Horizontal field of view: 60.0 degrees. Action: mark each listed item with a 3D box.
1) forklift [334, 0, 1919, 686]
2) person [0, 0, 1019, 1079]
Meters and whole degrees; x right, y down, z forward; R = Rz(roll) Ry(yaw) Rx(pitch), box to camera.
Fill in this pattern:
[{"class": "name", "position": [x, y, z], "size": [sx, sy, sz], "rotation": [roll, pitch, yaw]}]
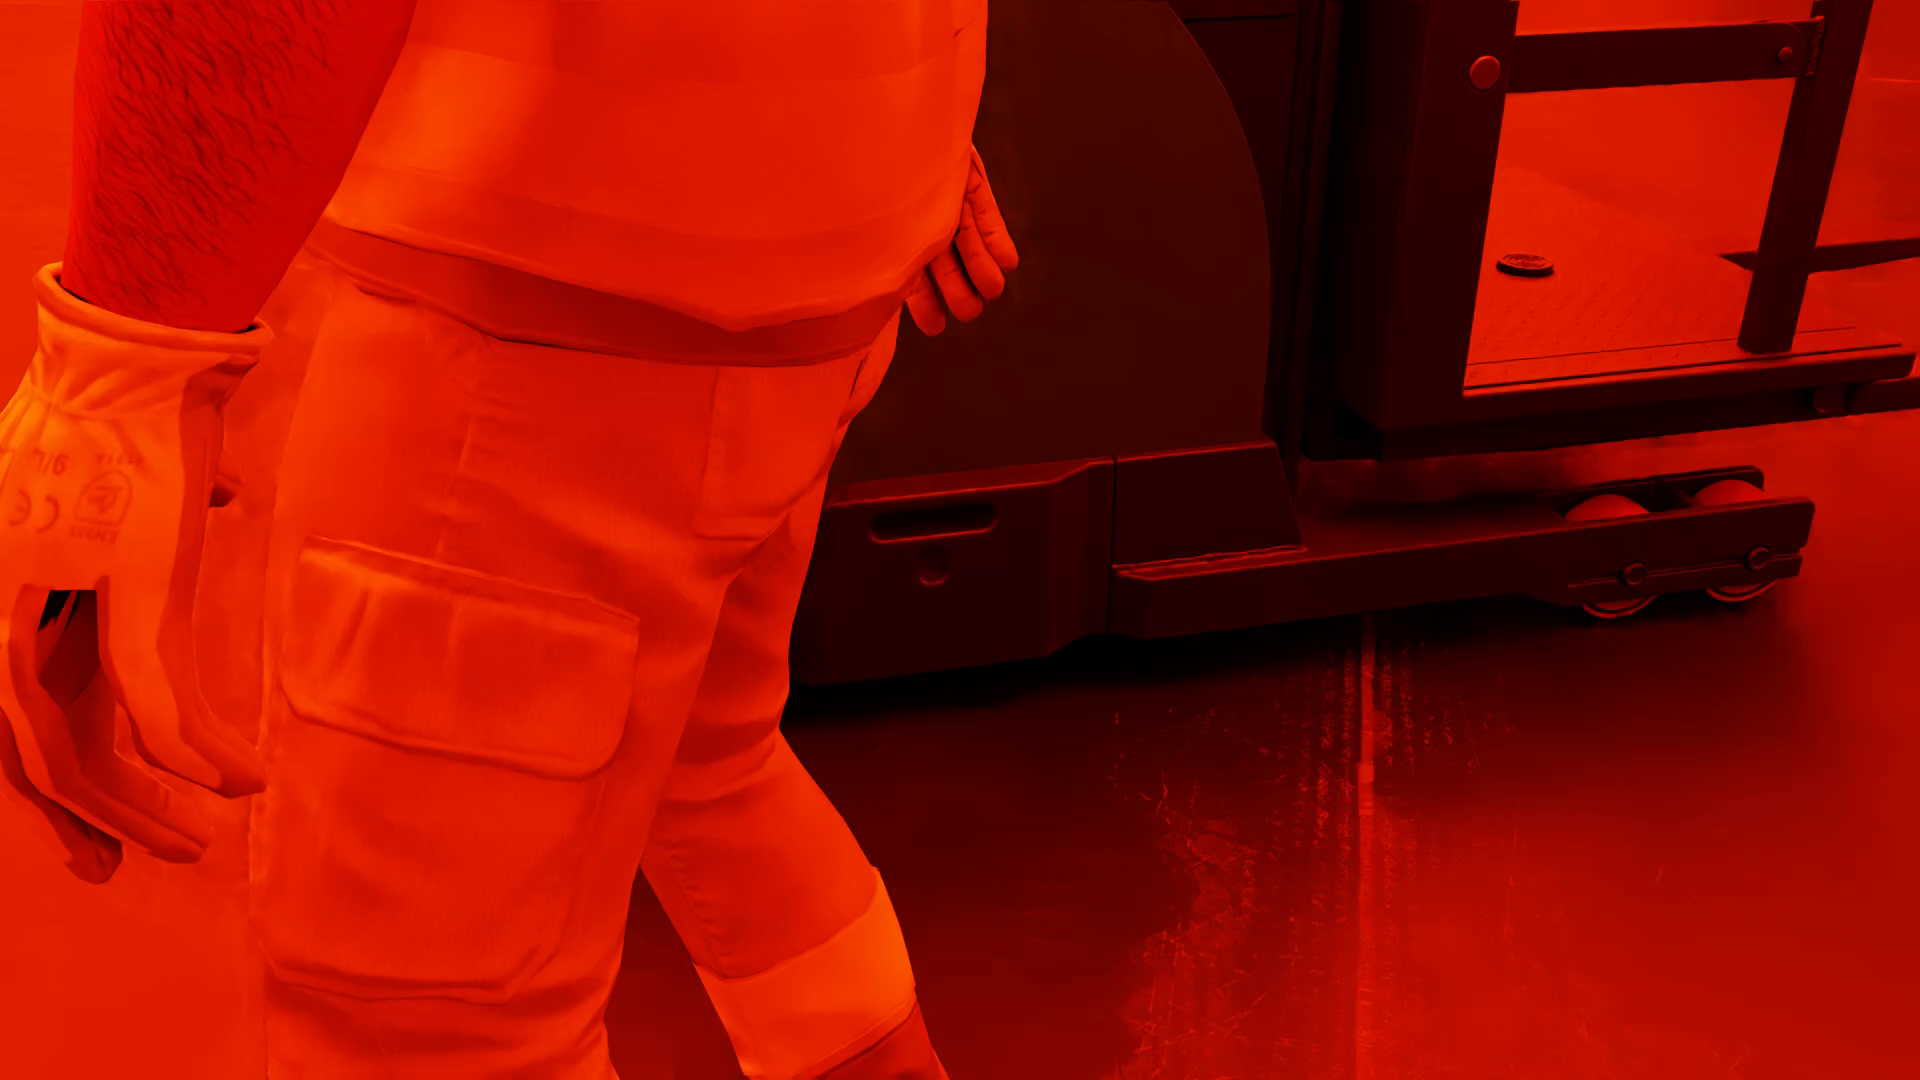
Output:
[{"class": "forklift", "position": [0.686, -1.425, 2.071], "size": [3.031, 2.935, 1.130], "rotation": [-6, 27, -13]}, {"class": "person", "position": [-0.208, -0.161, 0.875], "size": [0.423, 1.753, 0.819], "rotation": [5, 27, 10]}]
